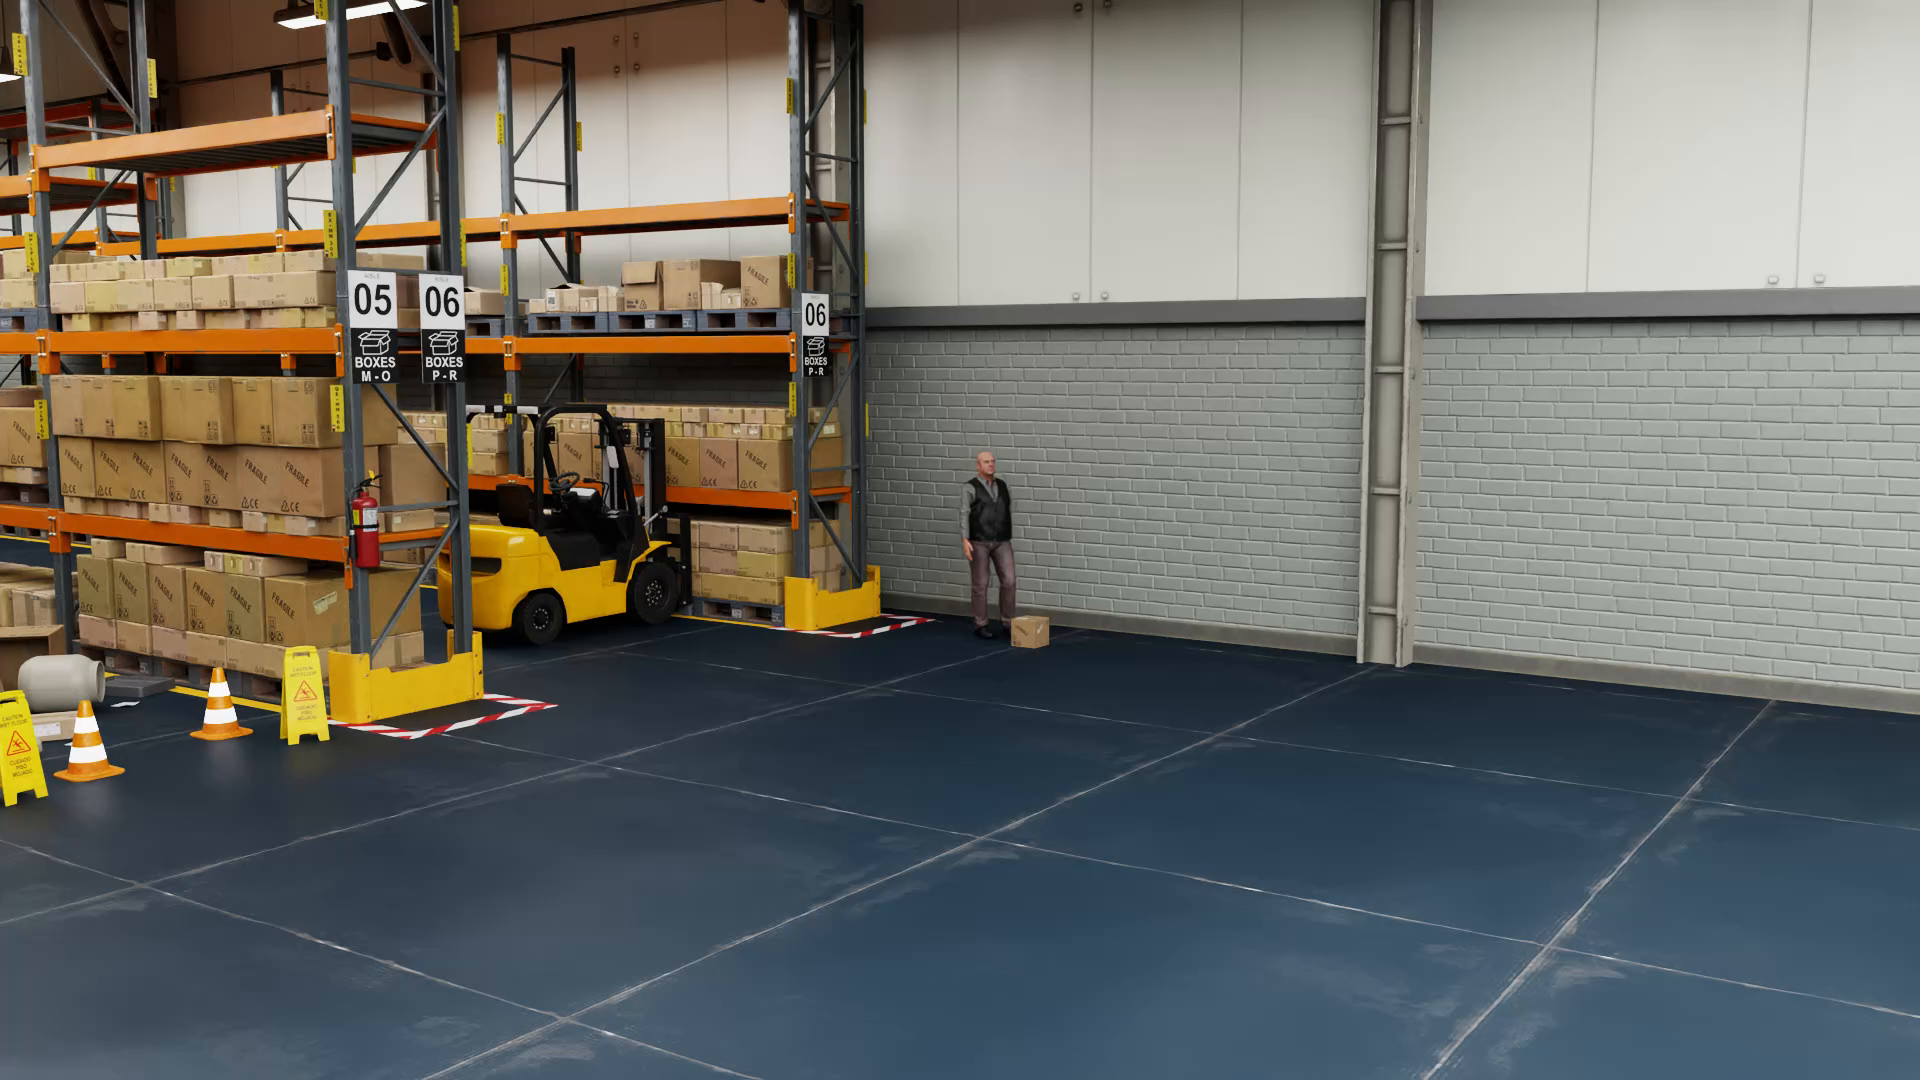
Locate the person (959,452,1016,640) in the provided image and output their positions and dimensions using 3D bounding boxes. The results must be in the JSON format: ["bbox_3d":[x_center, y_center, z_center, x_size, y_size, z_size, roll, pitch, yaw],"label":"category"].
[{"bbox_3d":[0.283,0.072,15.344,0.557,1.763,0.540,-2,7,-21],"label":"person"}]
